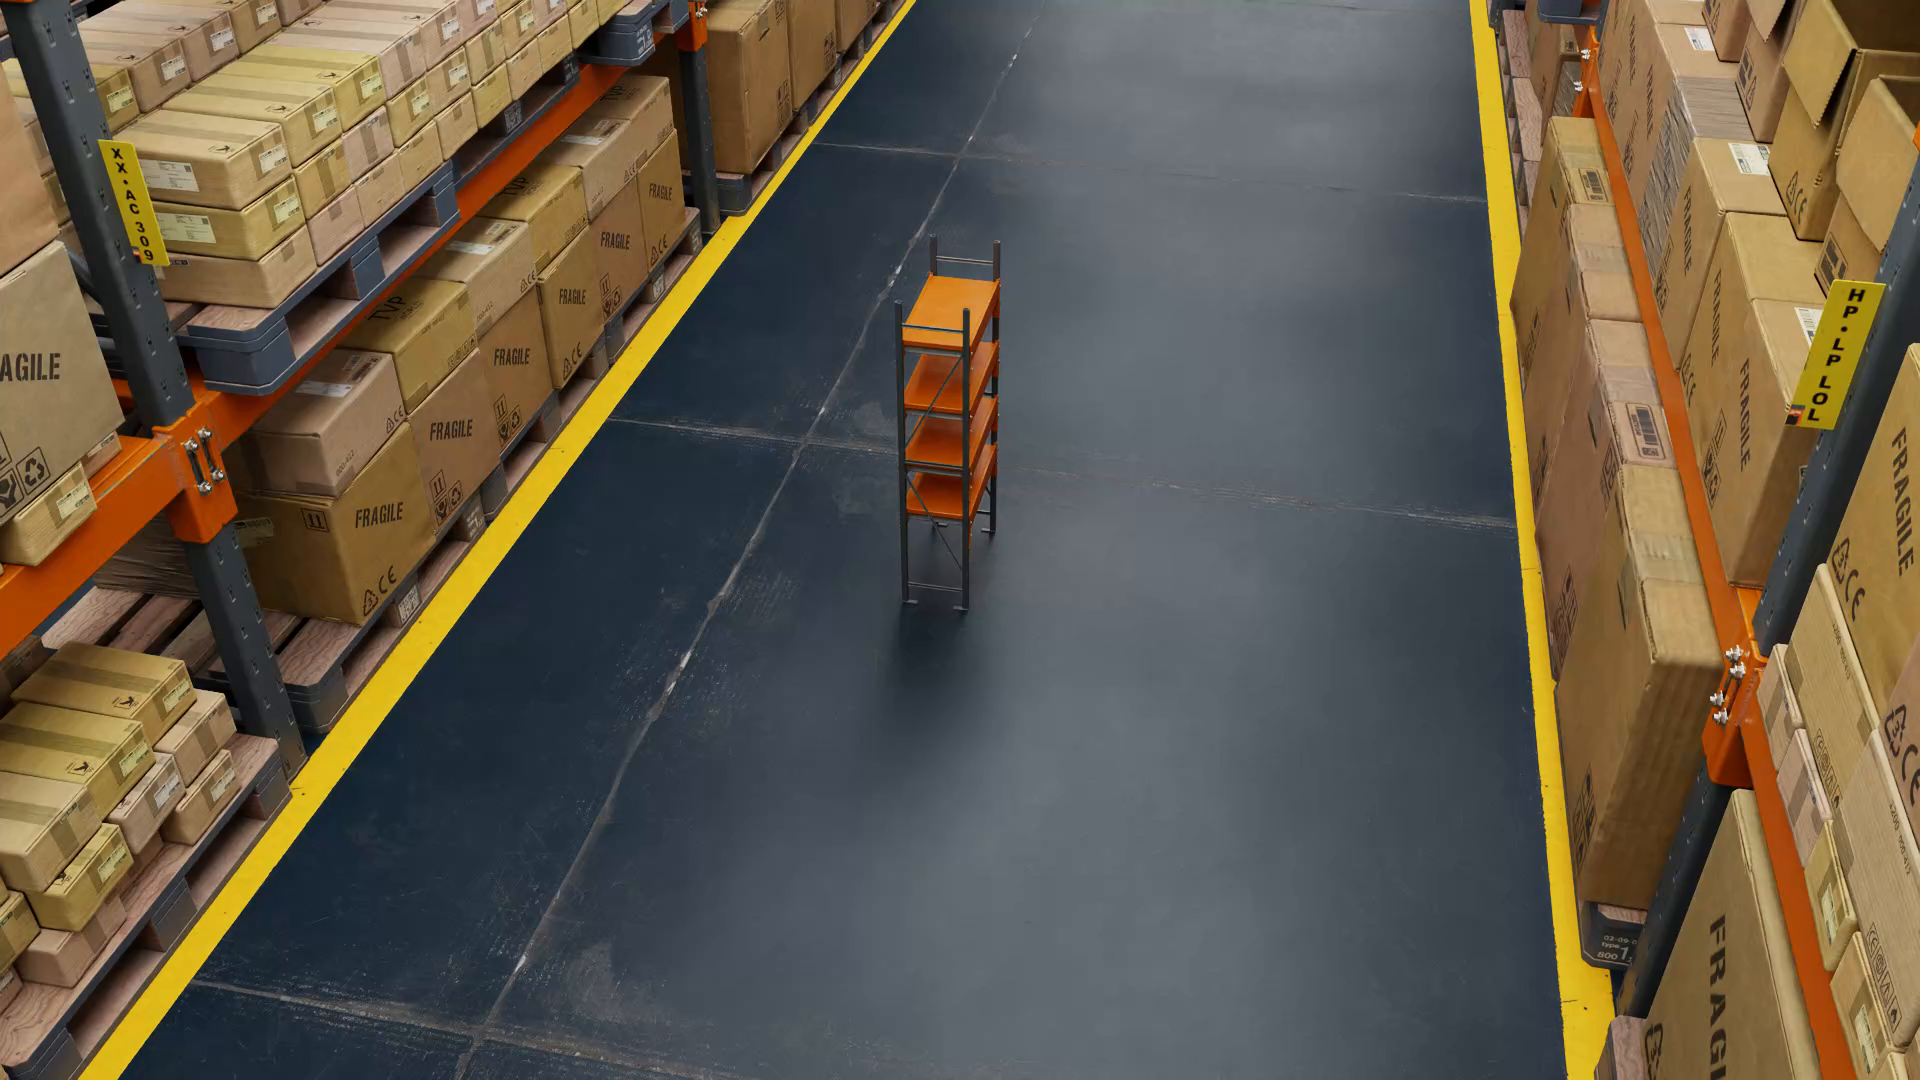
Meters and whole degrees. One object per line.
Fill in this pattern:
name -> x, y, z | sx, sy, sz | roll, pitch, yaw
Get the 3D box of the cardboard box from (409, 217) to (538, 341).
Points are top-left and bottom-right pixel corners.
cardboard box -> -1.928, -0.991, 6.194 | 0.500, 0.250, 0.500 | 9, 37, 12

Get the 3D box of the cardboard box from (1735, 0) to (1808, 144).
cardboard box -> 2.659, -1.426, 4.721 | 0.797, 0.503, 0.637 | 8, 37, 11

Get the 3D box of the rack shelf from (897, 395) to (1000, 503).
rack shelf -> -0.035, -0.336, 5.806 | 0.258, 0.148, 0.480 | 7, 37, 10

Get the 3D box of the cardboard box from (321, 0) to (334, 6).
cardboard box -> -2.341, -1.877, 5.887 | 0.380, 0.149, 0.250 | 9, 37, 12

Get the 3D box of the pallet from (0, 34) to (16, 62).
pallet -> -6.404, -2.716, 9.817 | 1.003, 0.211, 1.213 | 7, 37, 10

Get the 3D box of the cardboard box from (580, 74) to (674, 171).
cardboard box -> -1.605, -1.871, 7.409 | 0.500, 0.250, 0.500 | 6, 36, 9

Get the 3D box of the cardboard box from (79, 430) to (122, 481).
cardboard box -> -2.401, -0.246, 4.248 | 0.380, 0.149, 0.250 | 7, 37, 9

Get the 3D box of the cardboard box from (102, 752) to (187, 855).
cardboard box -> -2.371, 0.700, 4.546 | 0.380, 0.149, 0.250 | 6, 36, 8

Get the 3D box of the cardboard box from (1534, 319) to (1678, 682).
cardboard box -> 2.562, -0.053, 5.220 | 1.225, 0.875, 0.875 | 6, 36, 8

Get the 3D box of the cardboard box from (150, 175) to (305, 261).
cardboard box -> -2.036, -0.898, 4.536 | 0.380, 0.149, 0.250 | 8, 37, 11

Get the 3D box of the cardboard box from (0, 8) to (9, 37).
cardboard box -> -6.292, -3.250, 10.059 | 0.950, 0.372, 0.625 | 7, 36, 9

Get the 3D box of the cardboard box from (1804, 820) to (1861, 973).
cardboard box -> 1.755, 0.670, 2.984 | 0.380, 0.149, 0.250 | 8, 37, 11

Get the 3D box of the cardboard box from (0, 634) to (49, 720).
cardboard box -> -2.845, 0.374, 4.743 | 0.380, 0.149, 0.250 | 9, 37, 12

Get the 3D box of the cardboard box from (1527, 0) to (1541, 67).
cardboard box -> 3.691, -2.994, 9.579 | 0.700, 0.500, 0.500 | 7, 37, 10

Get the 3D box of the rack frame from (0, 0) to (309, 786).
rack frame -> -2.569, -0.541, 4.441 | 1.000, 3.000, 0.127 | 7, 37, 10

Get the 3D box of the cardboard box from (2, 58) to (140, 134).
cardboard box -> -2.617, -1.259, 4.780 | 0.380, 0.149, 0.250 | 6, 36, 9

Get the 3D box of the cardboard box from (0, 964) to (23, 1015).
cardboard box -> -2.625, 1.145, 4.186 | 0.380, 0.149, 0.250 | 6, 36, 9

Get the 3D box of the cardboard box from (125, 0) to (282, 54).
cardboard box -> -2.449, -1.698, 5.386 | 0.380, 0.149, 0.250 | 6, 36, 8

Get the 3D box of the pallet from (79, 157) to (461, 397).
pallet -> -2.264, -0.883, 5.076 | 1.003, 0.211, 1.213 | 7, 37, 10

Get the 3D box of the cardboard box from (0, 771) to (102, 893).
cardboard box -> -2.453, 0.734, 4.246 | 0.380, 0.149, 0.250 | 7, 37, 10

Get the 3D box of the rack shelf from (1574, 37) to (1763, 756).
rack shelf -> 2.682, -0.717, 5.296 | 1.077, 0.370, 4.000 | 7, 37, 10

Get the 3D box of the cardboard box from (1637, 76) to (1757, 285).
cardboard box -> 2.417, -1.074, 5.091 | 0.500, 0.500, 0.500 | 7, 37, 10

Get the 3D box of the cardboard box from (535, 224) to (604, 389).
cardboard box -> -1.811, -0.980, 6.818 | 0.500, 0.500, 0.500 | 6, 36, 8

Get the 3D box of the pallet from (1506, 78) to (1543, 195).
pallet -> 3.540, -2.171, 9.065 | 1.003, 0.211, 1.213 | 7, 37, 10

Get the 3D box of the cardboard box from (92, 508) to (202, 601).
cardboard box -> -2.657, -0.155, 5.680 | 0.500, 0.500, 0.500 | 7, 36, 9

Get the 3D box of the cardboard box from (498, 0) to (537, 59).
cardboard box -> -1.703, -1.795, 5.773 | 0.380, 0.149, 0.250 | 7, 36, 9

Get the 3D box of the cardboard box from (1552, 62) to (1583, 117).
cardboard box -> 3.339, -2.027, 8.246 | 0.700, 0.500, 0.500 | 4, 36, 6

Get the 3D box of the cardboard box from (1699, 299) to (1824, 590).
cardboard box -> 2.088, -0.204, 3.891 | 0.500, 0.500, 0.500 | 7, 37, 10

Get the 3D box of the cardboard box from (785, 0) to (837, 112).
cardboard box -> -1.313, -2.933, 9.300 | 1.050, 0.750, 0.750 | 8, 37, 11

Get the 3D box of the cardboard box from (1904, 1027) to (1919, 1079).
cardboard box -> 1.682, 0.898, 2.330 | 0.500, 0.250, 0.500 | 8, 37, 11

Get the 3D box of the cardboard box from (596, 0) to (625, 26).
cardboard box -> -1.537, -2.130, 6.489 | 0.380, 0.149, 0.250 | 7, 36, 9

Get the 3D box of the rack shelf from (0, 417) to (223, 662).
rack shelf -> -2.996, 0.897, 3.070 | 1.077, 0.370, 4.000 | 7, 37, 10

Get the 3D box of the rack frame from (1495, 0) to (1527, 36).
rack frame -> 3.964, -4.448, 9.831 | 1.000, 3.000, 0.127 | 7, 37, 10

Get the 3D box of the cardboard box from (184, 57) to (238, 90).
cardboard box -> -2.512, -1.433, 5.274 | 0.380, 0.149, 0.250 | 6, 36, 8

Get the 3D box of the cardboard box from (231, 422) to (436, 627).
cardboard box -> -2.152, -0.089, 5.590 | 0.500, 0.500, 0.500 | 9, 37, 12

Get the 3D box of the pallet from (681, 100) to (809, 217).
pallet -> -1.473, -2.148, 9.034 | 1.003, 0.211, 1.213 | 7, 37, 10

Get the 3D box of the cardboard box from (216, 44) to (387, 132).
cardboard box -> -1.925, -1.326, 4.872 | 0.380, 0.149, 0.250 | 8, 37, 10

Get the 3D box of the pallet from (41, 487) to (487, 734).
pallet -> -2.404, 0.141, 5.875 | 1.003, 0.211, 1.213 | 7, 37, 10

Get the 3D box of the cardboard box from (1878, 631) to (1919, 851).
cardboard box -> 1.790, 0.299, 2.517 | 0.500, 0.500, 0.500 | 7, 37, 10

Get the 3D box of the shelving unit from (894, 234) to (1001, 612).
shelving unit -> -0.035, -0.391, 5.767 | 0.258, 1.200, 0.503 | 7, 37, 10

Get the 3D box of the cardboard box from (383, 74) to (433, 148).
cardboard box -> -1.872, -1.344, 5.151 | 0.380, 0.149, 0.250 | 6, 36, 8

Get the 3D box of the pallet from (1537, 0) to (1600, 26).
pallet -> 3.157, -2.499, 7.305 | 1.213, 0.211, 1.003 | 7, 37, 10

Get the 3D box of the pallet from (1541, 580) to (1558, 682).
pallet -> 2.605, 0.114, 5.912 | 1.003, 0.211, 1.213 | 7, 37, 10

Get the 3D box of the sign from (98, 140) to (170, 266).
sign -> -2.037, -0.828, 4.099 | 0.100, 0.325, 0.005 | 7, 37, 10

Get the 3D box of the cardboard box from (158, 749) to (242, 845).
cardboard box -> -2.320, 0.711, 4.785 | 0.380, 0.149, 0.250 | 8, 37, 11

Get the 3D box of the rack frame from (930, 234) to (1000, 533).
rack frame -> 0.017, -0.531, 5.960 | 0.240, 1.200, 0.015 | 7, 37, 10

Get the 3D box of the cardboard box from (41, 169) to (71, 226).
cardboard box -> -2.677, -0.983, 4.653 | 0.380, 0.149, 0.250 | 8, 37, 11

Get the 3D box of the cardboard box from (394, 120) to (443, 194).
cardboard box -> -1.870, -1.224, 5.239 | 0.380, 0.149, 0.250 | 8, 37, 10

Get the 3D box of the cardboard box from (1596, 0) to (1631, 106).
cardboard box -> 2.740, -1.951, 6.300 | 0.500, 0.500, 0.500 | 8, 37, 11

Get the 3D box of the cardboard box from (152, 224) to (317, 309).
cardboard box -> -2.036, -0.778, 4.623 | 0.380, 0.149, 0.250 | 6, 36, 8

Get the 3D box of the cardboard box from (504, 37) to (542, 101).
cardboard box -> -1.705, -1.671, 5.856 | 0.380, 0.149, 0.250 | 6, 36, 8

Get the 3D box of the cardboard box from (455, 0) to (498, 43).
cardboard box -> -1.760, -1.760, 5.471 | 0.380, 0.149, 0.250 | 9, 37, 12
